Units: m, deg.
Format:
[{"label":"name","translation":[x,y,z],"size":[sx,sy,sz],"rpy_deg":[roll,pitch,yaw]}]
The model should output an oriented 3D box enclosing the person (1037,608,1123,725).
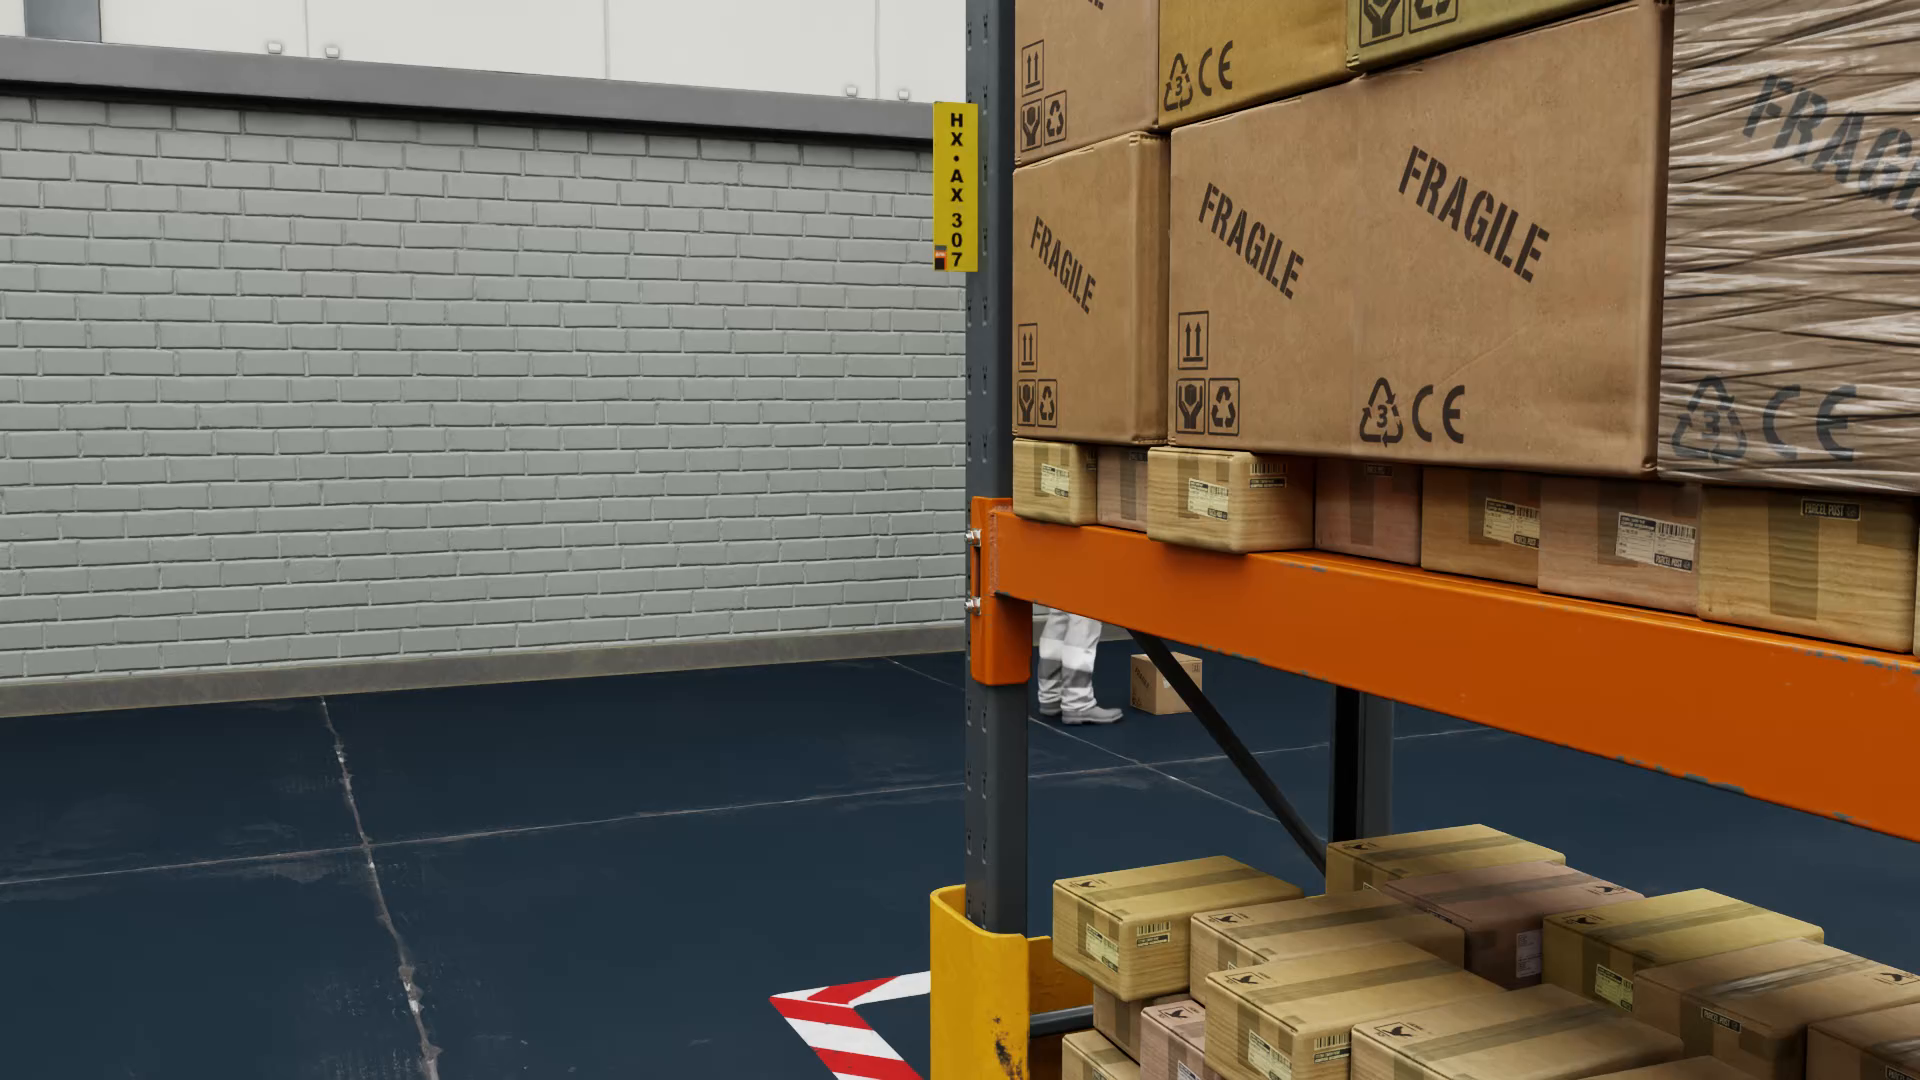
[{"label":"person","translation":[0.537,-0.061,7.722],"size":[0.334,1.788,0.524],"rpy_deg":[-2,6,-23]}]
